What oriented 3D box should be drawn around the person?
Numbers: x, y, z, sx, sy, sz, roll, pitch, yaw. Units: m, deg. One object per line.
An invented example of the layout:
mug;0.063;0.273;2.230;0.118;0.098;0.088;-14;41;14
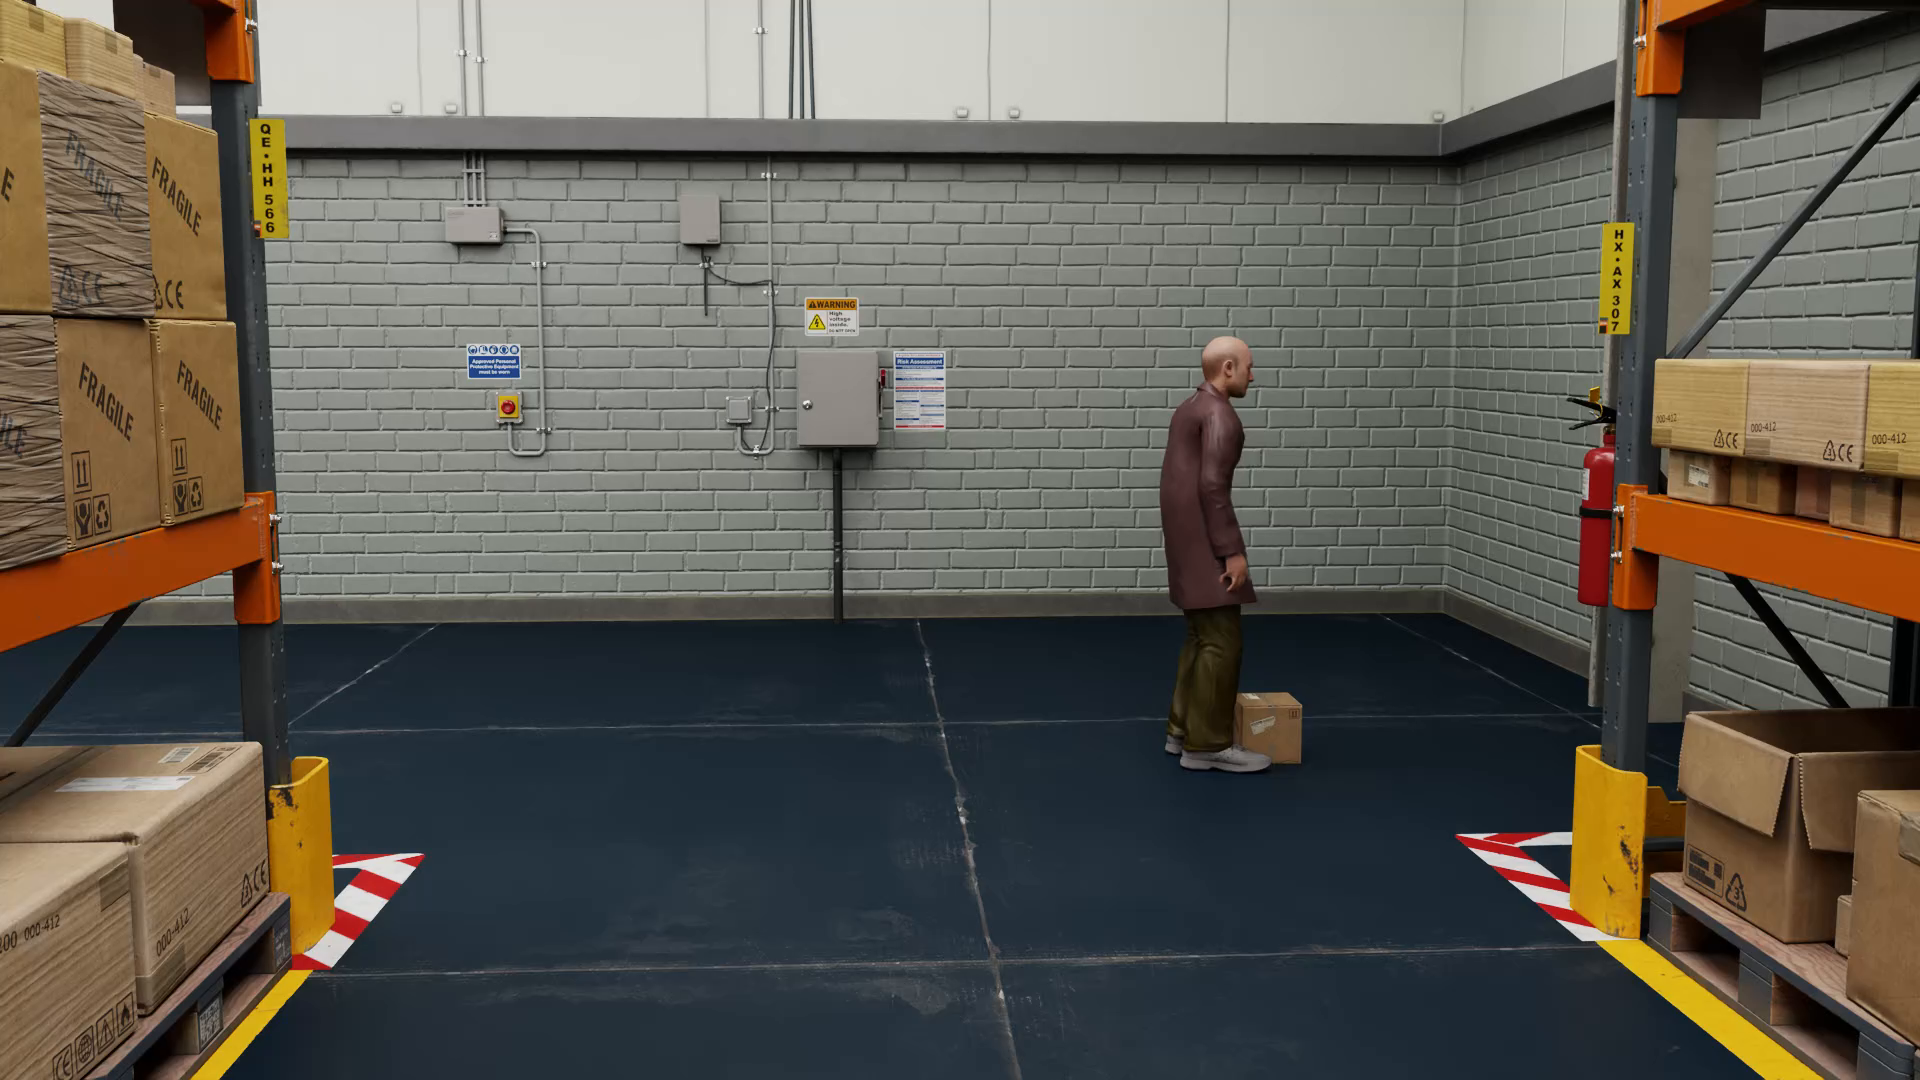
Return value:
person;1.049;0.042;6.943;0.418;1.774;0.649;-1;7;-4
